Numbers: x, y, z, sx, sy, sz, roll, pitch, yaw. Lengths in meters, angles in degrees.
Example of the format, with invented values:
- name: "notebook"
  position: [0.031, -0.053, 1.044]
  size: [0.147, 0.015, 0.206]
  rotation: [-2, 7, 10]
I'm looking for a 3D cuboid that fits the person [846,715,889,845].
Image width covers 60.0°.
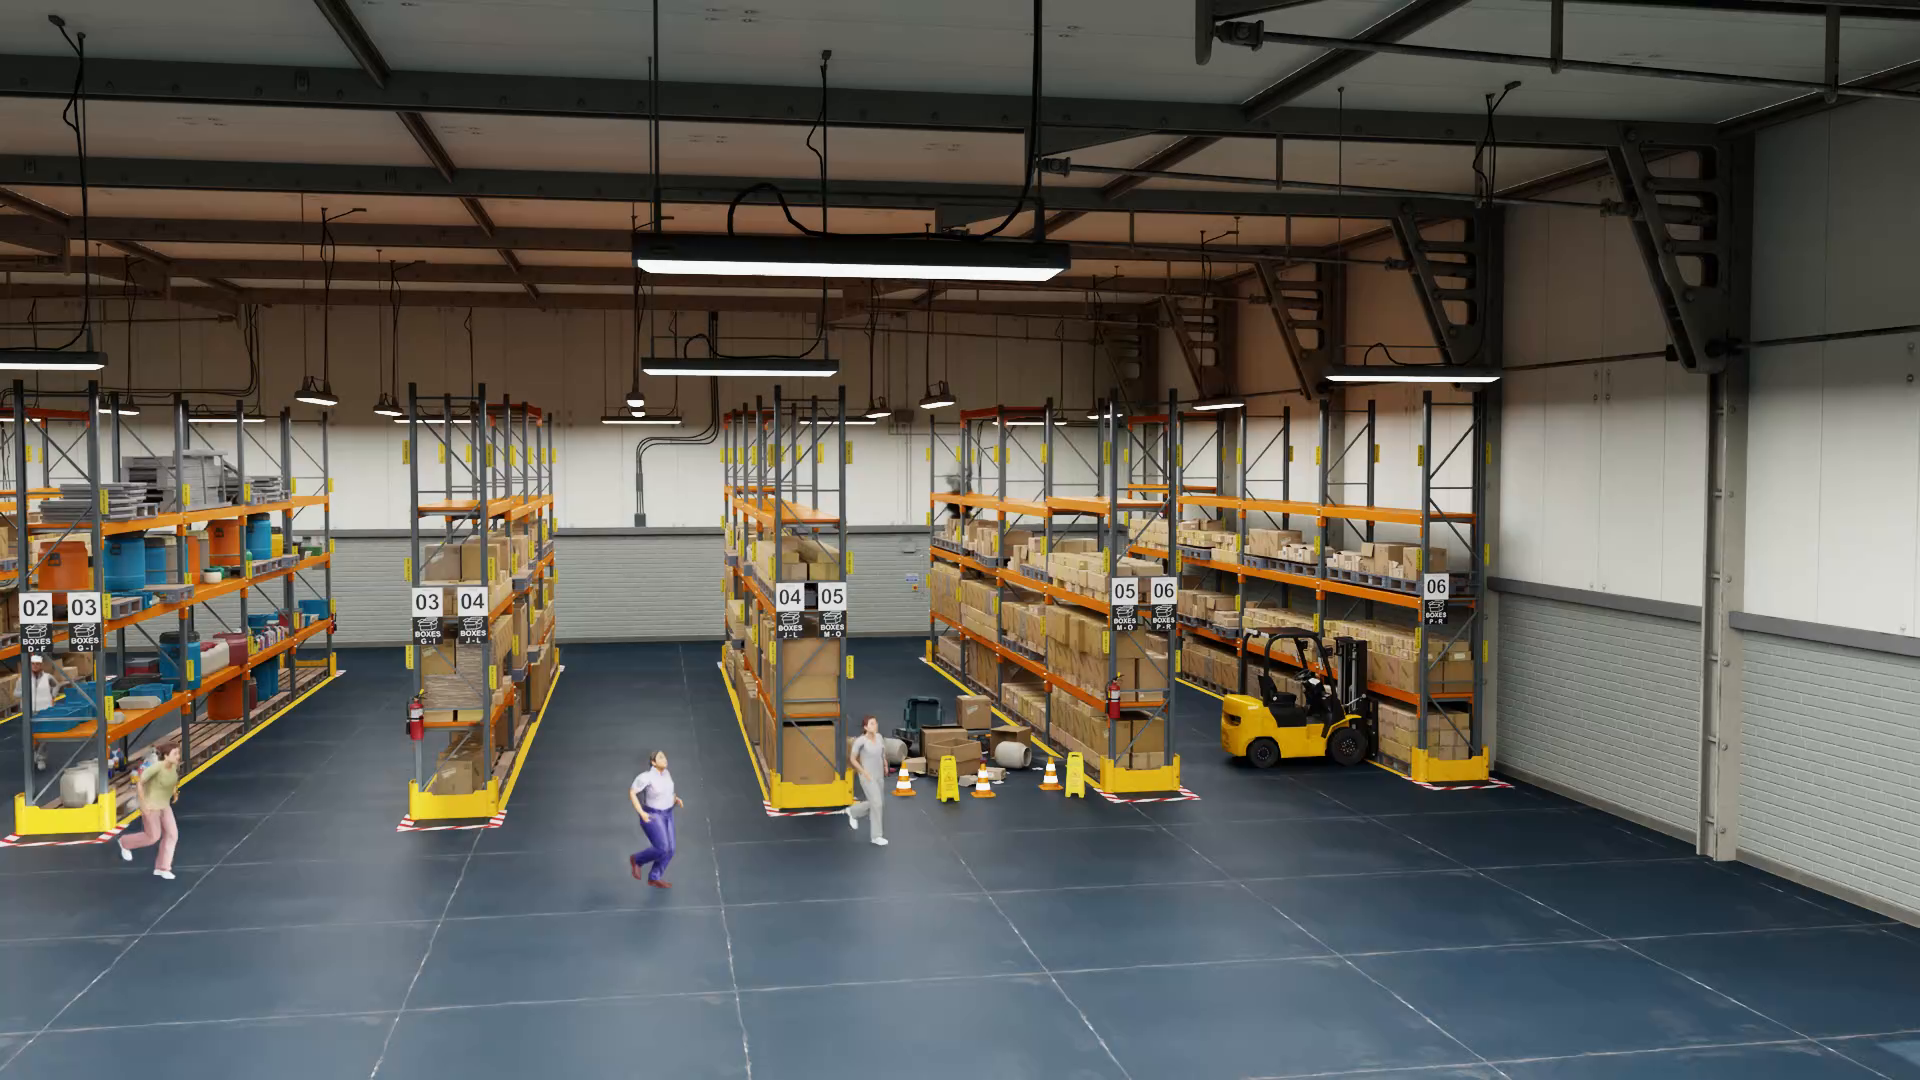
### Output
- name: "person"
  position: [-1.198, 3.077, 21.524]
  size: [0.765, 1.658, 0.564]
  rotation: [3, 4, 44]

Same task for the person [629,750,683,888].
- name: "person"
  position: [-3.500, 3.230, 19.251]
  size: [0.559, 1.612, 0.634]
  rotation: [2, 3, 28]

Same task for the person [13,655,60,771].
- name: "person"
  position: [-14.794, 2.739, 26.637]
  size: [0.651, 1.789, 0.881]
  rotation: [-1, 3, -24]

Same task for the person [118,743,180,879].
- name: "person"
  position: [-9.669, 3.218, 19.859]
  size: [0.850, 1.626, 0.579]
  rotation: [1, 3, 10]
